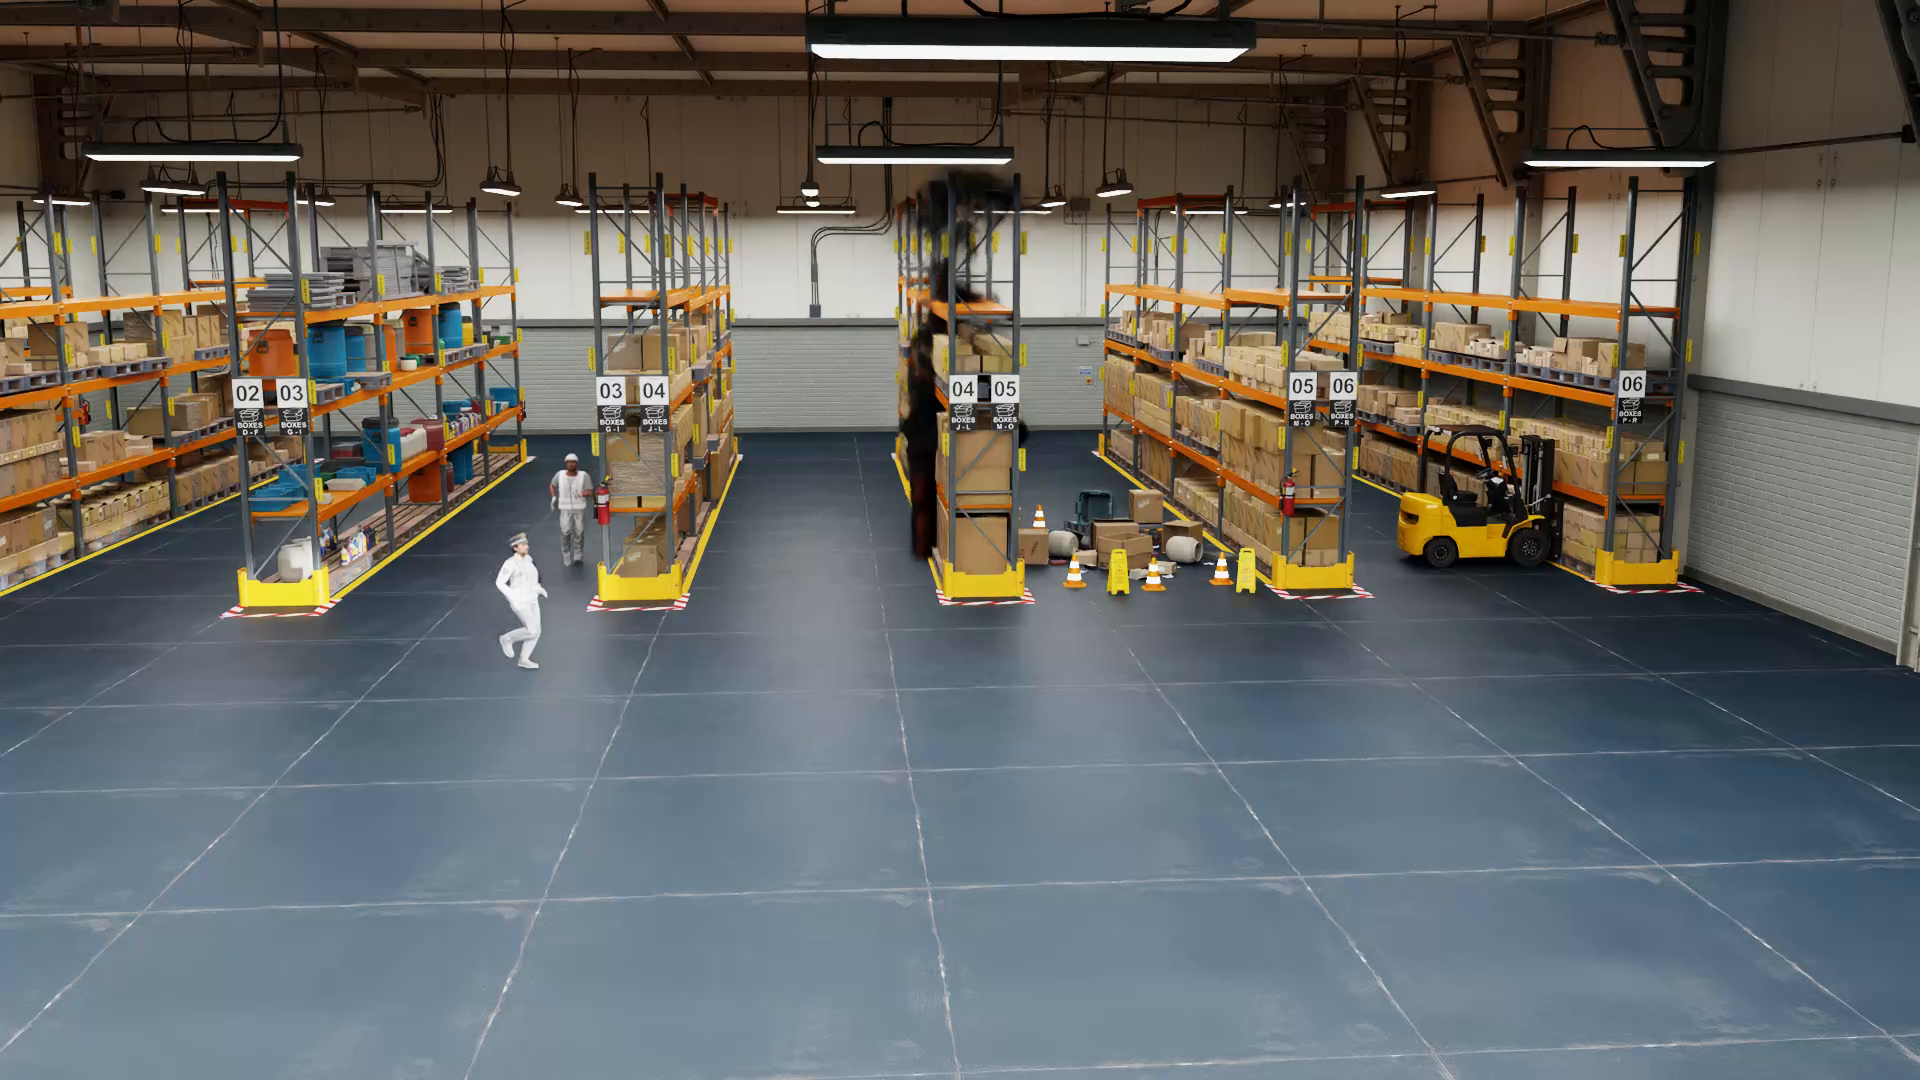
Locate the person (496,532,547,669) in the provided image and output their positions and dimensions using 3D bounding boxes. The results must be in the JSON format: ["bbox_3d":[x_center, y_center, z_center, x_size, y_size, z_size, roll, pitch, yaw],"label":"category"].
[{"bbox_3d":[-5.227,0.723,19.895,0.552,1.644,0.614,4,11,22],"label":"person"}]

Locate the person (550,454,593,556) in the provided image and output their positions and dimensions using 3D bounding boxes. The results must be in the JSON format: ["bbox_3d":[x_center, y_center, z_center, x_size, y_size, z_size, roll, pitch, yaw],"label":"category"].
[{"bbox_3d":[-6.112,-0.524,26.201,0.655,1.673,0.703,-2,10,-13],"label":"person"}]
